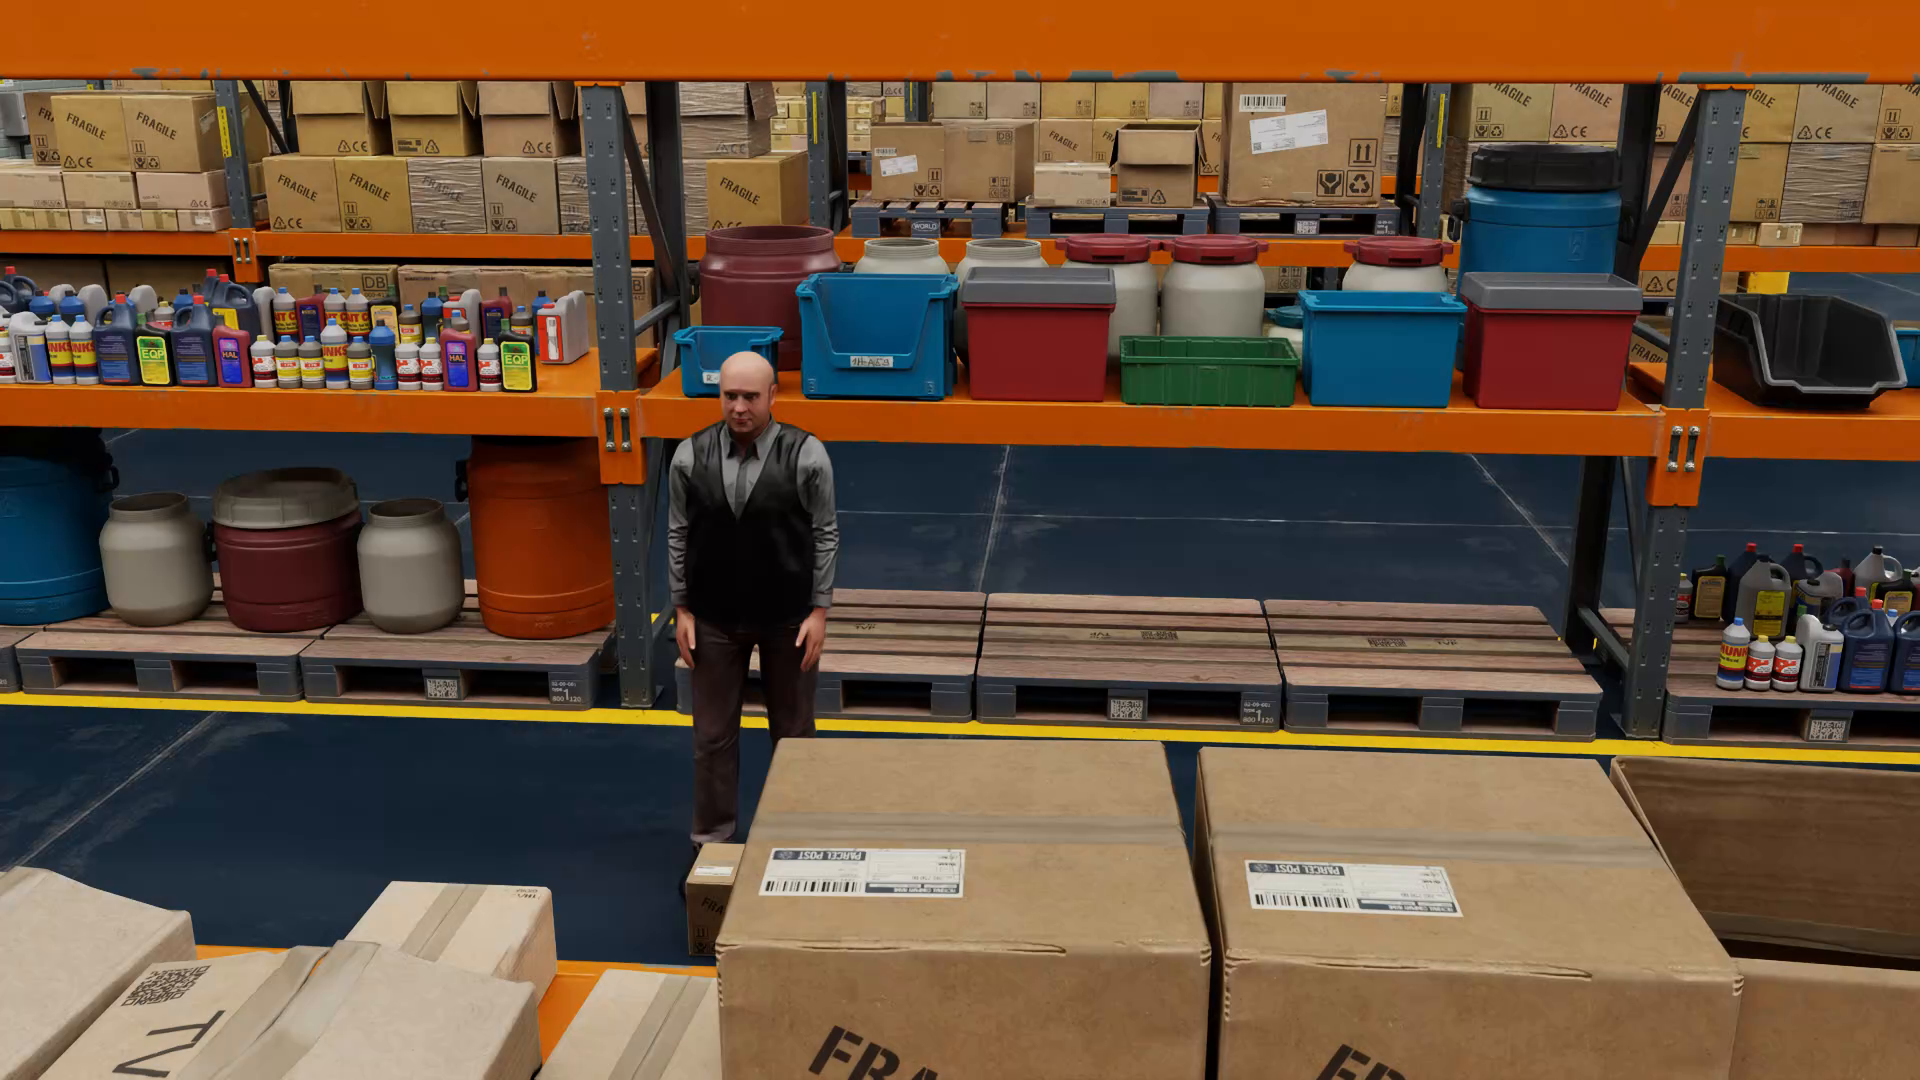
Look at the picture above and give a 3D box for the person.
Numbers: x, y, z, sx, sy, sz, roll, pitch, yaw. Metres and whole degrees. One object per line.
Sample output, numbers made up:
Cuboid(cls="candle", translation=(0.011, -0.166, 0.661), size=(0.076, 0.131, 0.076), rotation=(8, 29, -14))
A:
Cuboid(cls="person", translation=(-0.655, 0.268, 5.237), size=(0.542, 1.726, 0.480), rotation=(1, 17, 4))
